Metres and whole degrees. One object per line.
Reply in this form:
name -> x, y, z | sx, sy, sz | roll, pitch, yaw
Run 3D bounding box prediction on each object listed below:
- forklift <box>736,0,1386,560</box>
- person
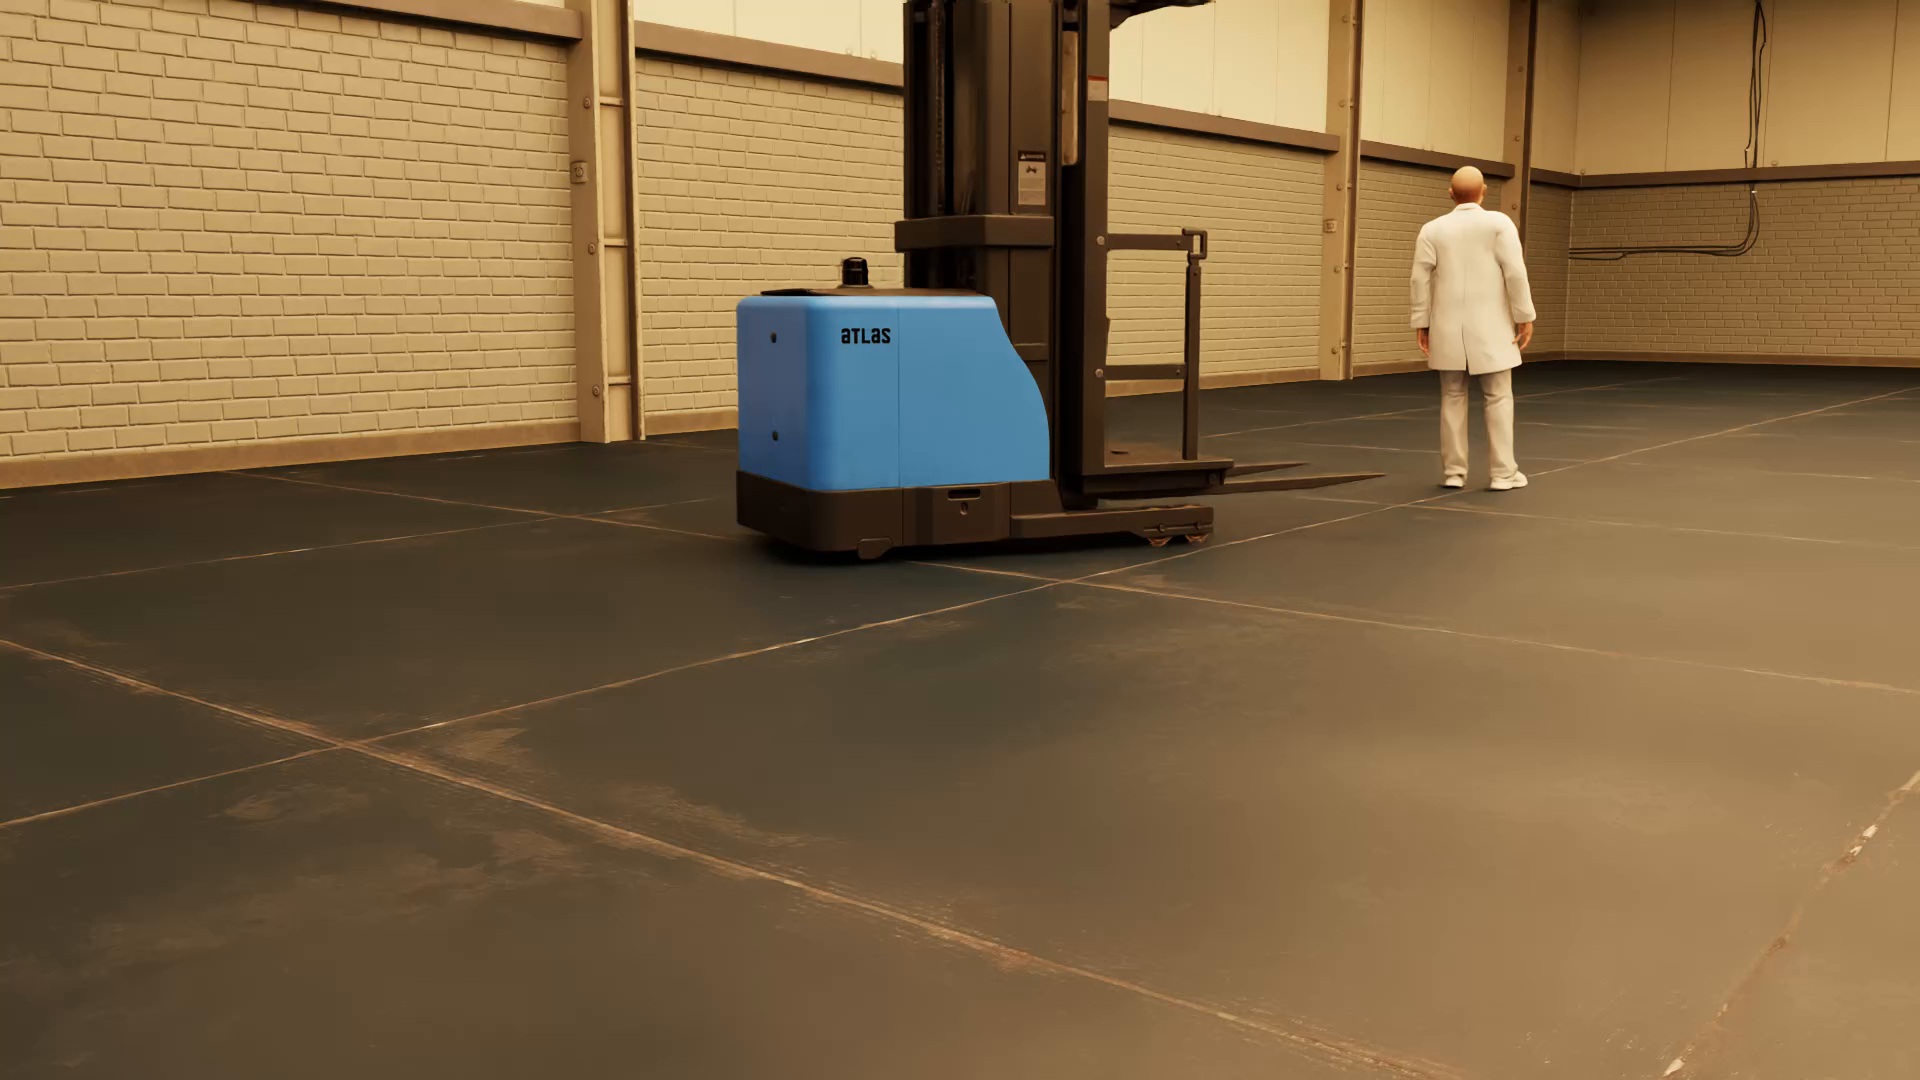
forklift -> 0.556, -1.493, 7.486 | 3.031, 2.935, 1.130 | -4, 9, -26
person -> 2.891, -1.179, 9.338 | 0.686, 1.788, 0.530 | 5, 10, 32
